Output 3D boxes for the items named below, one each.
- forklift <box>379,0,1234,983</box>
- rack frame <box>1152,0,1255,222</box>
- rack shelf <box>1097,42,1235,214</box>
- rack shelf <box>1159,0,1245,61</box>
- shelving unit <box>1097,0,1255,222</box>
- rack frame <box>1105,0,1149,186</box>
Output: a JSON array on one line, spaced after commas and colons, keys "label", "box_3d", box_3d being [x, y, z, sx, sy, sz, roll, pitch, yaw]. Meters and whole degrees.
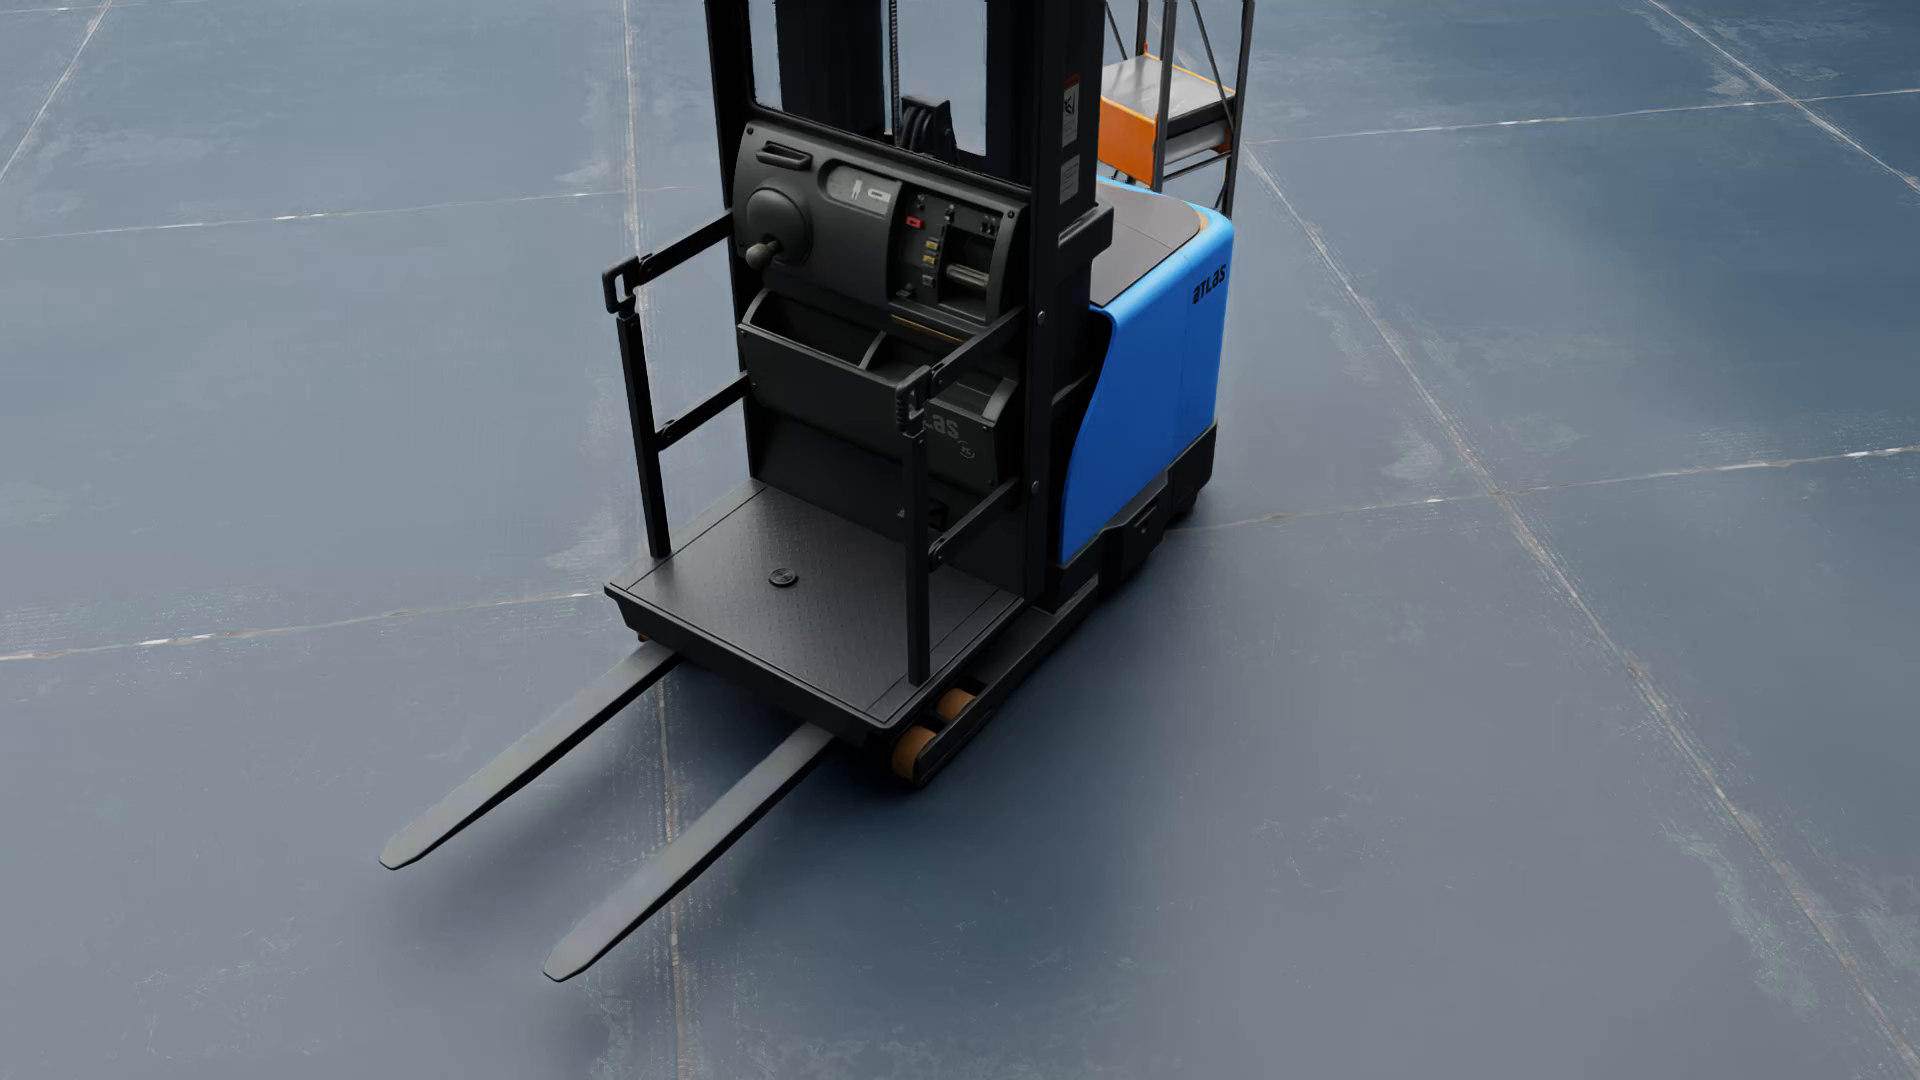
[{"label": "forklift", "box_3d": [-0.364, -0.789, 4.377, 1.130, 2.935, 3.031, 24, 44, 27]}, {"label": "rack frame", "box_3d": [0.806, -1.269, 5.672, 0.400, 2.100, 0.015, -26, 45, -30]}, {"label": "rack shelf", "box_3d": [0.653, -1.375, 5.831, 0.431, 0.518, 0.480, -26, 45, -30]}, {"label": "rack shelf", "box_3d": [0.653, -1.928, 5.401, 0.431, 0.518, 0.480, -26, 45, -30]}, {"label": "shelving unit", "box_3d": [0.653, -1.386, 5.822, 0.431, 2.100, 0.503, -26, 45, -30]}, {"label": "rack frame", "box_3d": [0.501, -1.503, 5.973, 0.400, 2.100, 0.015, -26, 45, -30]}]
